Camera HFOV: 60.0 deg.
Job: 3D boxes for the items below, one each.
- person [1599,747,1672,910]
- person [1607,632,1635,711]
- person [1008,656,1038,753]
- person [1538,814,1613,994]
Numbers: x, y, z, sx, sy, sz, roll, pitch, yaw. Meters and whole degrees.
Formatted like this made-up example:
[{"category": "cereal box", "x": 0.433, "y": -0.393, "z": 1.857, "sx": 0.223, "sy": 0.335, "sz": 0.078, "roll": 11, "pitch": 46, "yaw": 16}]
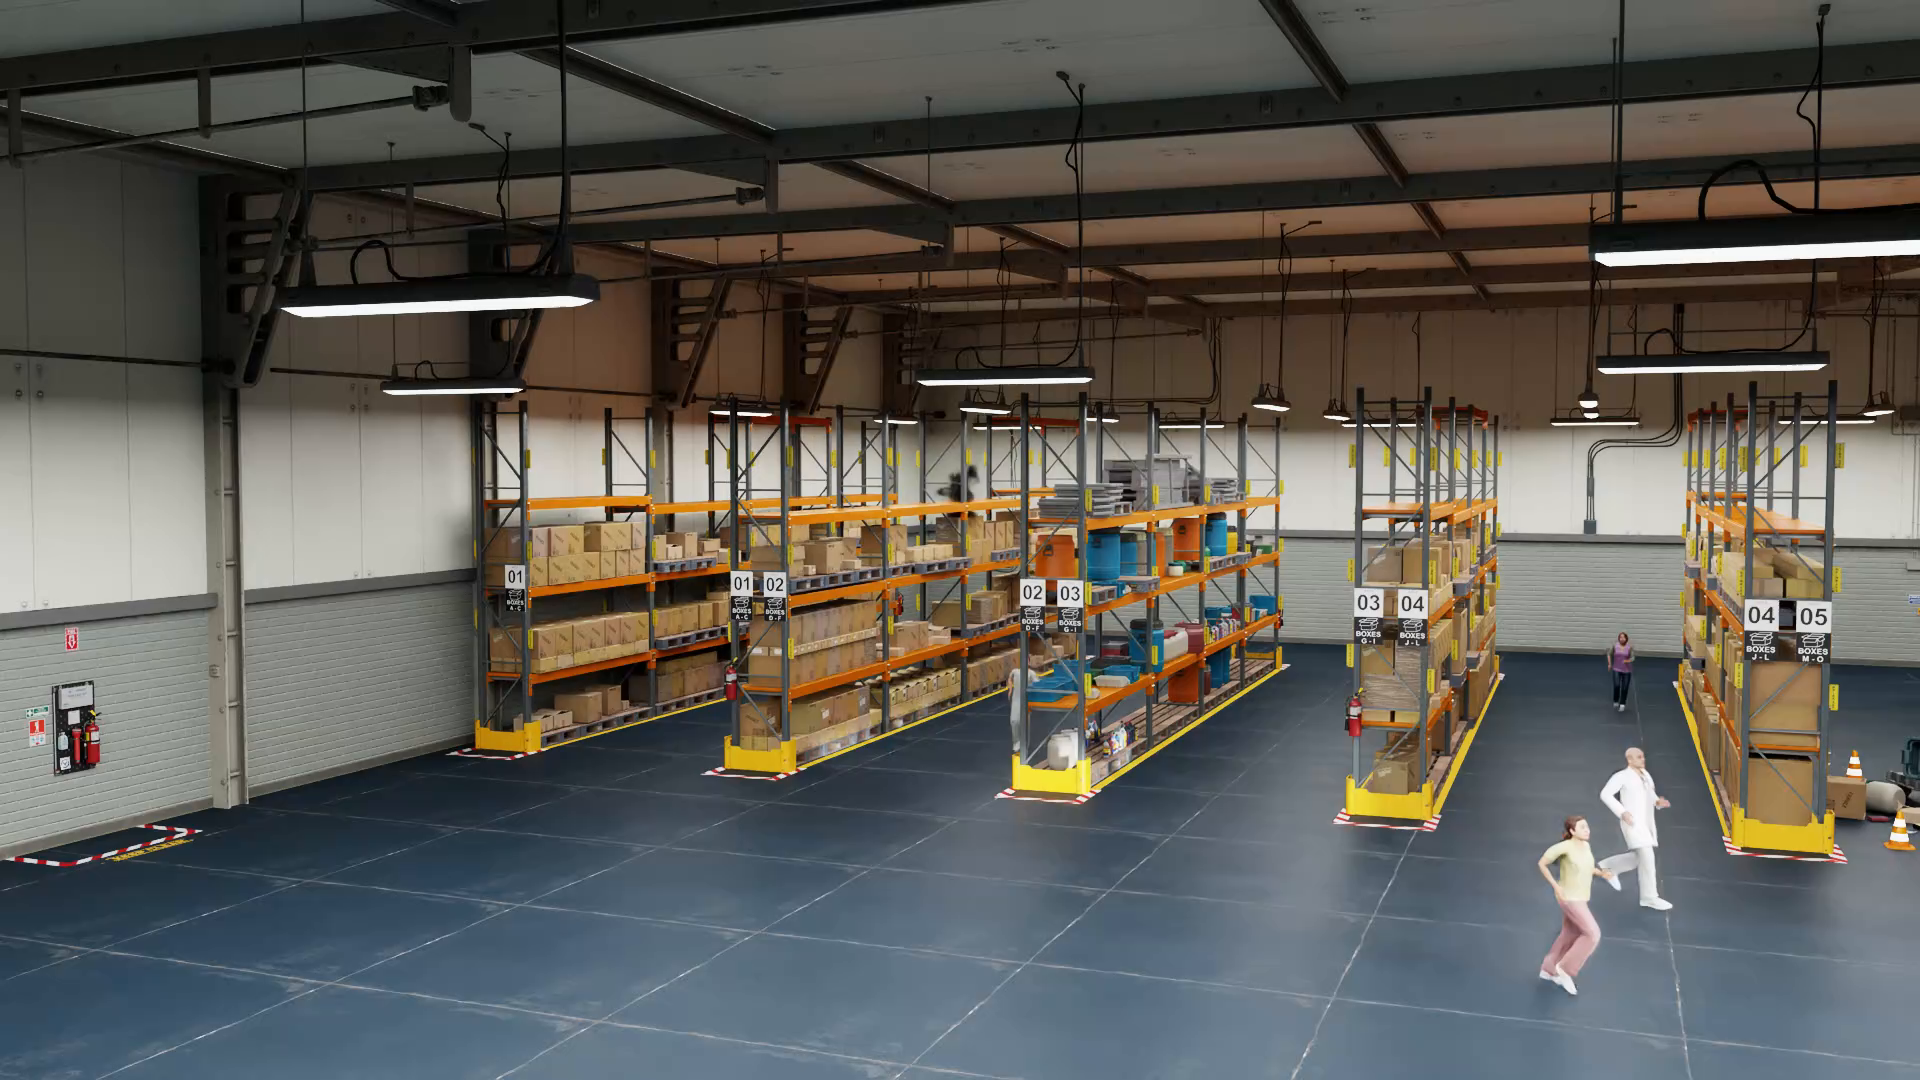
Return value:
[{"category": "person", "x": 7.587, "y": 3.207, "z": 18.709, "sx": 0.719, "sy": 1.752, "sz": 0.976, "roll": -2, "pitch": 3, "yaw": -34}, {"category": "person", "x": 13.045, "y": 2.608, "z": 32.812, "sx": 0.516, "sy": 1.553, "sz": 0.623, "roll": 1, "pitch": 3, "yaw": 20}, {"category": "person", "x": 1.061, "y": 2.781, "z": 28.423, "sx": 0.546, "sy": 1.679, "sz": 0.661, "roll": 1, "pitch": 3, "yaw": 12}, {"category": "person", "x": 5.807, "y": 3.413, "z": 15.677, "sx": 0.552, "sy": 1.674, "sz": 0.650, "roll": -3, "pitch": 4, "yaw": -43}]
